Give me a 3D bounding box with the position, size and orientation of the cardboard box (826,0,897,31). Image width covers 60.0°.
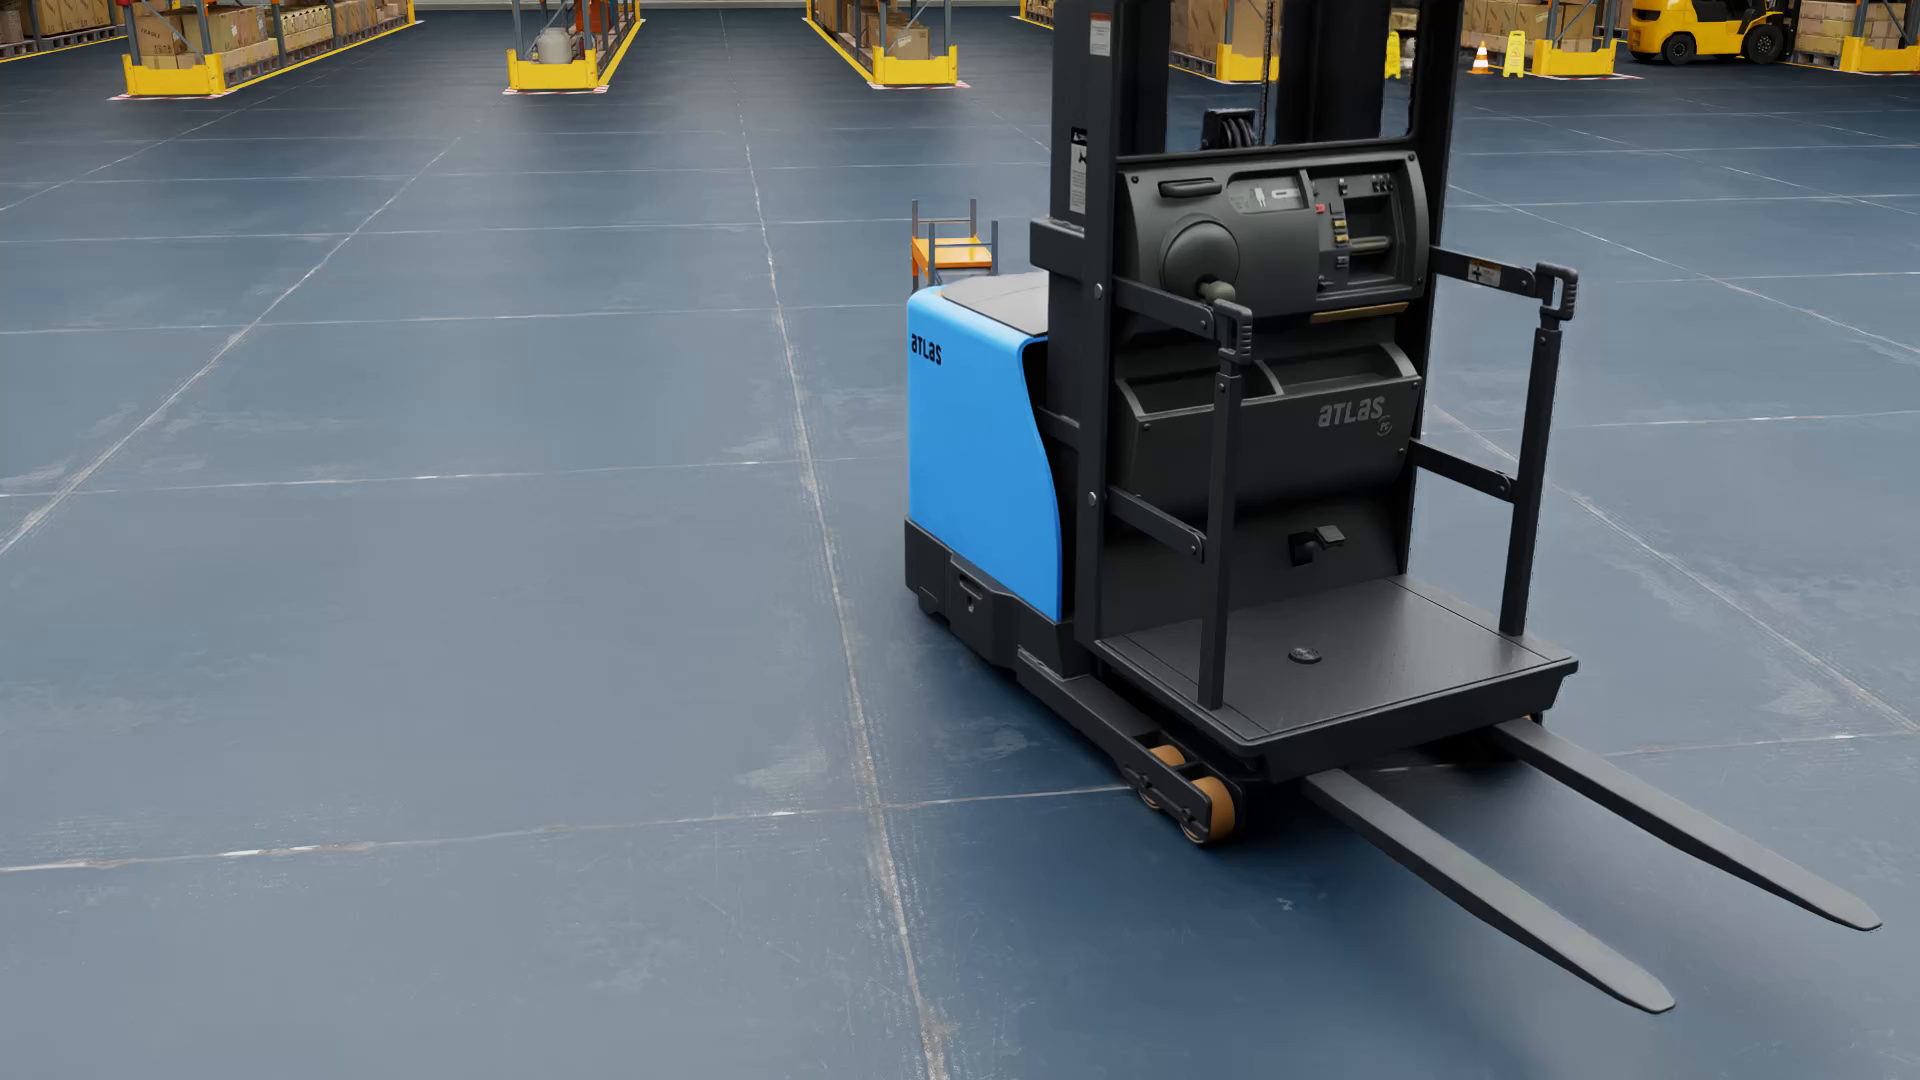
[{"bbox_3d":[-1.857,-10.076,31.343,1.225,0.875,0.875,-4,21,-10],"label":"cardboard box"}]

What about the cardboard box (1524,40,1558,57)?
[{"bbox_3d":[8.795,-7.548,25.468,0.500,0.250,0.500,-3,21,-8],"label":"cardboard box"}]

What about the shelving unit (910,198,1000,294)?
[{"bbox_3d":[-0.024,-0.619,6.160,0.258,1.200,0.503,-3,21,-8],"label":"shelving unit"}]

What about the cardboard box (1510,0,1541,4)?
[{"bbox_3d":[8.689,-8.316,25.526,0.380,0.149,0.250,-2,21,-6],"label":"cardboard box"}]

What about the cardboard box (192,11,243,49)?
[{"bbox_3d":[-10.444,-7.169,23.381,0.500,0.500,0.500,-3,21,-8],"label":"cardboard box"}]

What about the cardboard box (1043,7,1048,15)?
[{"bbox_3d":[2.025,-11.573,36.389,0.380,0.149,0.250,-3,21,-8],"label":"cardboard box"}]

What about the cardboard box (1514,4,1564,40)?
[{"bbox_3d":[8.808,-7.889,25.309,0.500,0.500,0.500,-3,21,-7],"label":"cardboard box"}]

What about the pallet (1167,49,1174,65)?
[{"bbox_3d":[3.753,-7.891,27.043,1.003,0.211,1.213,-3,21,-8],"label":"pallet"}]

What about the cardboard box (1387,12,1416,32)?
[{"bbox_3d":[8.318,-9.386,30.215,0.950,0.372,0.625,-2,21,-6],"label":"cardboard box"}]

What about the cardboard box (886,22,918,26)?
[{"bbox_3d":[-0.890,-7.531,25.064,0.500,0.500,0.500,-1,21,-3],"label":"cardboard box"}]

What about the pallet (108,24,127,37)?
[{"bbox_3d":[-17.092,-10.231,33.307,1.003,0.211,1.213,-3,21,-8],"label":"pallet"}]

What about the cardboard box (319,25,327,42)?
[{"bbox_3d":[-11.187,-8.697,28.544,0.500,0.250,0.500,-3,21,-8],"label":"cardboard box"}]

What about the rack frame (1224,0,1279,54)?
[{"bbox_3d":[4.298,-8.080,23.563,1.000,3.000,0.127,-3,21,-8],"label":"rack frame"}]

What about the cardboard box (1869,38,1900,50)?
[{"bbox_3d":[14.216,-7.705,25.888,0.500,0.250,0.500,-3,21,-8],"label":"cardboard box"}]

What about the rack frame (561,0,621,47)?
[{"bbox_3d":[-6.679,-10.385,29.734,1.000,3.000,0.127,-3,21,-8],"label":"rack frame"}]

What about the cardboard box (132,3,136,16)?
[{"bbox_3d":[-17.135,-10.734,33.641,0.700,0.500,0.500,-3,21,-8],"label":"cardboard box"}]

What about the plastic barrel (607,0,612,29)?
[{"bbox_3d":[-6.930,-10.011,31.580,0.600,0.588,0.708,-3,21,-8],"label":"plastic barrel"}]

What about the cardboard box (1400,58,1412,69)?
[{"bbox_3d":[6.994,-7.381,25.765,0.380,0.149,0.250,8,22,20],"label":"cardboard box"}]

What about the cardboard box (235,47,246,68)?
[{"bbox_3d":[-10.433,-6.818,23.513,0.500,0.250,0.500,-3,21,-8],"label":"cardboard box"}]

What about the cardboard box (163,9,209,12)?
[{"bbox_3d":[-11.030,-7.316,23.774,0.500,0.500,0.500,-3,21,-8],"label":"cardboard box"}]

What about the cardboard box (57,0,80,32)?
[{"bbox_3d":[-16.579,-9.640,30.211,0.750,0.750,0.750,-3,21,-8],"label":"cardboard box"}]

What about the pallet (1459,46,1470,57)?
[{"bbox_3d":[8.737,-8.212,27.903,1.003,0.211,1.213,-3,21,-8],"label":"pallet"}]

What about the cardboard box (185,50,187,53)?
[{"bbox_3d":[-10.882,-6.618,22.979,0.500,0.250,0.500,-3,21,-8],"label":"cardboard box"}]

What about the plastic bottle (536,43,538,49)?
[{"bbox_3d":[-6.234,-7.248,24.598,0.152,0.276,0.135,-3,21,-7],"label":"plastic bottle"}]

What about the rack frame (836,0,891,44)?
[{"bbox_3d":[-1.778,-10.635,30.402,1.000,3.000,0.127,-3,21,-8],"label":"rack frame"}]

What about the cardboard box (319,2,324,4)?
[{"bbox_3d":[-12.023,-9.663,30.744,0.500,0.500,0.500,-4,21,-10],"label":"cardboard box"}]

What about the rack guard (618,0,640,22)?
[{"bbox_3d":[-7.849,-11.991,37.608,1.175,0.500,0.348,-3,21,-8],"label":"rack guard"}]

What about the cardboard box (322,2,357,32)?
[{"bbox_3d":[-11.513,-9.698,30.839,0.500,0.500,0.500,-3,21,-8],"label":"cardboard box"}]

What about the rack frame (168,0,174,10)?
[{"bbox_3d":[-17.636,-12.655,35.812,1.000,3.000,0.127,-3,21,-8],"label":"rack frame"}]

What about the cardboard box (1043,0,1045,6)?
[{"bbox_3d":[2.061,-11.975,37.040,0.380,0.149,0.250,-2,21,-5],"label":"cardboard box"}]

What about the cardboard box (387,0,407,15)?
[{"bbox_3d":[-12.413,-11.765,36.374,0.500,0.500,0.500,-3,21,-8],"label":"cardboard box"}]

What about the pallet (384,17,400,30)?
[{"bbox_3d":[-12.435,-10.876,35.034,1.003,0.211,1.213,-3,21,-8],"label":"pallet"}]

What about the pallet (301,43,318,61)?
[{"bbox_3d":[-11.329,-8.122,27.659,1.003,0.211,1.213,-3,21,-8],"label":"pallet"}]

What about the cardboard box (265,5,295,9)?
[{"bbox_3d":[-11.797,-9.112,28.853,0.500,0.311,0.500,-2,21,-6],"label":"cardboard box"}]

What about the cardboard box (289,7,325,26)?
[{"bbox_3d":[-11.181,-8.959,28.444,0.500,0.311,0.500,-3,21,-9],"label":"cardboard box"}]

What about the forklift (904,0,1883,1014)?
[{"bbox_3d":[0.934,-0.788,4.138,1.130,2.935,3.031,-10,23,-25],"label":"forklift"}]

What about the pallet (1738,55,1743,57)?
[{"bbox_3d":[13.589,-8.417,28.451,1.003,0.211,1.213,-3,21,-8],"label":"pallet"}]

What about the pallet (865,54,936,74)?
[{"bbox_3d":[-0.891,-7.289,25.431,1.003,0.211,1.213,-3,21,-8],"label":"pallet"}]

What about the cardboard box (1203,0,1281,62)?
[{"bbox_3d":[4.135,-7.513,24.480,0.875,0.875,0.875,-3,21,-7],"label":"cardboard box"}]

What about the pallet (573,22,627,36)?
[{"bbox_3d":[-7.186,-10.194,33.209,1.003,0.211,1.213,-3,21,-8],"label":"pallet"}]

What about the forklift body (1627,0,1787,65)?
[{"bbox_3d":[12.014,-8.783,26.658,2.313,2.155,1.214,-3,21,-8],"label":"forklift body"}]

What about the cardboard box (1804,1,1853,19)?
[{"bbox_3d":[13.638,-8.313,26.088,0.500,0.250,0.500,-3,21,-7],"label":"cardboard box"}]

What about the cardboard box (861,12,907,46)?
[{"bbox_3d":[-1.269,-8.498,27.627,0.700,0.500,0.500,-5,21,-12],"label":"cardboard box"}]

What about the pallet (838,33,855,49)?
[{"bbox_3d":[-1.667,-9.058,30.166,1.003,0.211,1.213,-3,21,-8],"label":"pallet"}]

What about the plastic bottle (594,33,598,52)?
[{"bbox_3d":[-5.707,-7.784,26.022,0.061,0.283,0.133,-2,21,-5],"label":"plastic bottle"}]

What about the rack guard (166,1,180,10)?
[{"bbox_3d":[-17.640,-11.492,36.271,1.175,0.500,0.348,-3,21,-8],"label":"rack guard"}]

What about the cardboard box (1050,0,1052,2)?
[{"bbox_3d":[2.140,-11.657,35.764,0.380,0.149,0.250,-3,21,-8],"label":"cardboard box"}]

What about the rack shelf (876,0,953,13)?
[{"bbox_3d":[-0.913,-8.220,24.966,1.077,0.370,4.000,-3,21,-8],"label":"rack shelf"}]

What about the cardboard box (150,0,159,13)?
[{"bbox_3d":[-17.364,-11.270,35.077,0.700,0.500,0.500,-3,21,-8],"label":"cardboard box"}]
